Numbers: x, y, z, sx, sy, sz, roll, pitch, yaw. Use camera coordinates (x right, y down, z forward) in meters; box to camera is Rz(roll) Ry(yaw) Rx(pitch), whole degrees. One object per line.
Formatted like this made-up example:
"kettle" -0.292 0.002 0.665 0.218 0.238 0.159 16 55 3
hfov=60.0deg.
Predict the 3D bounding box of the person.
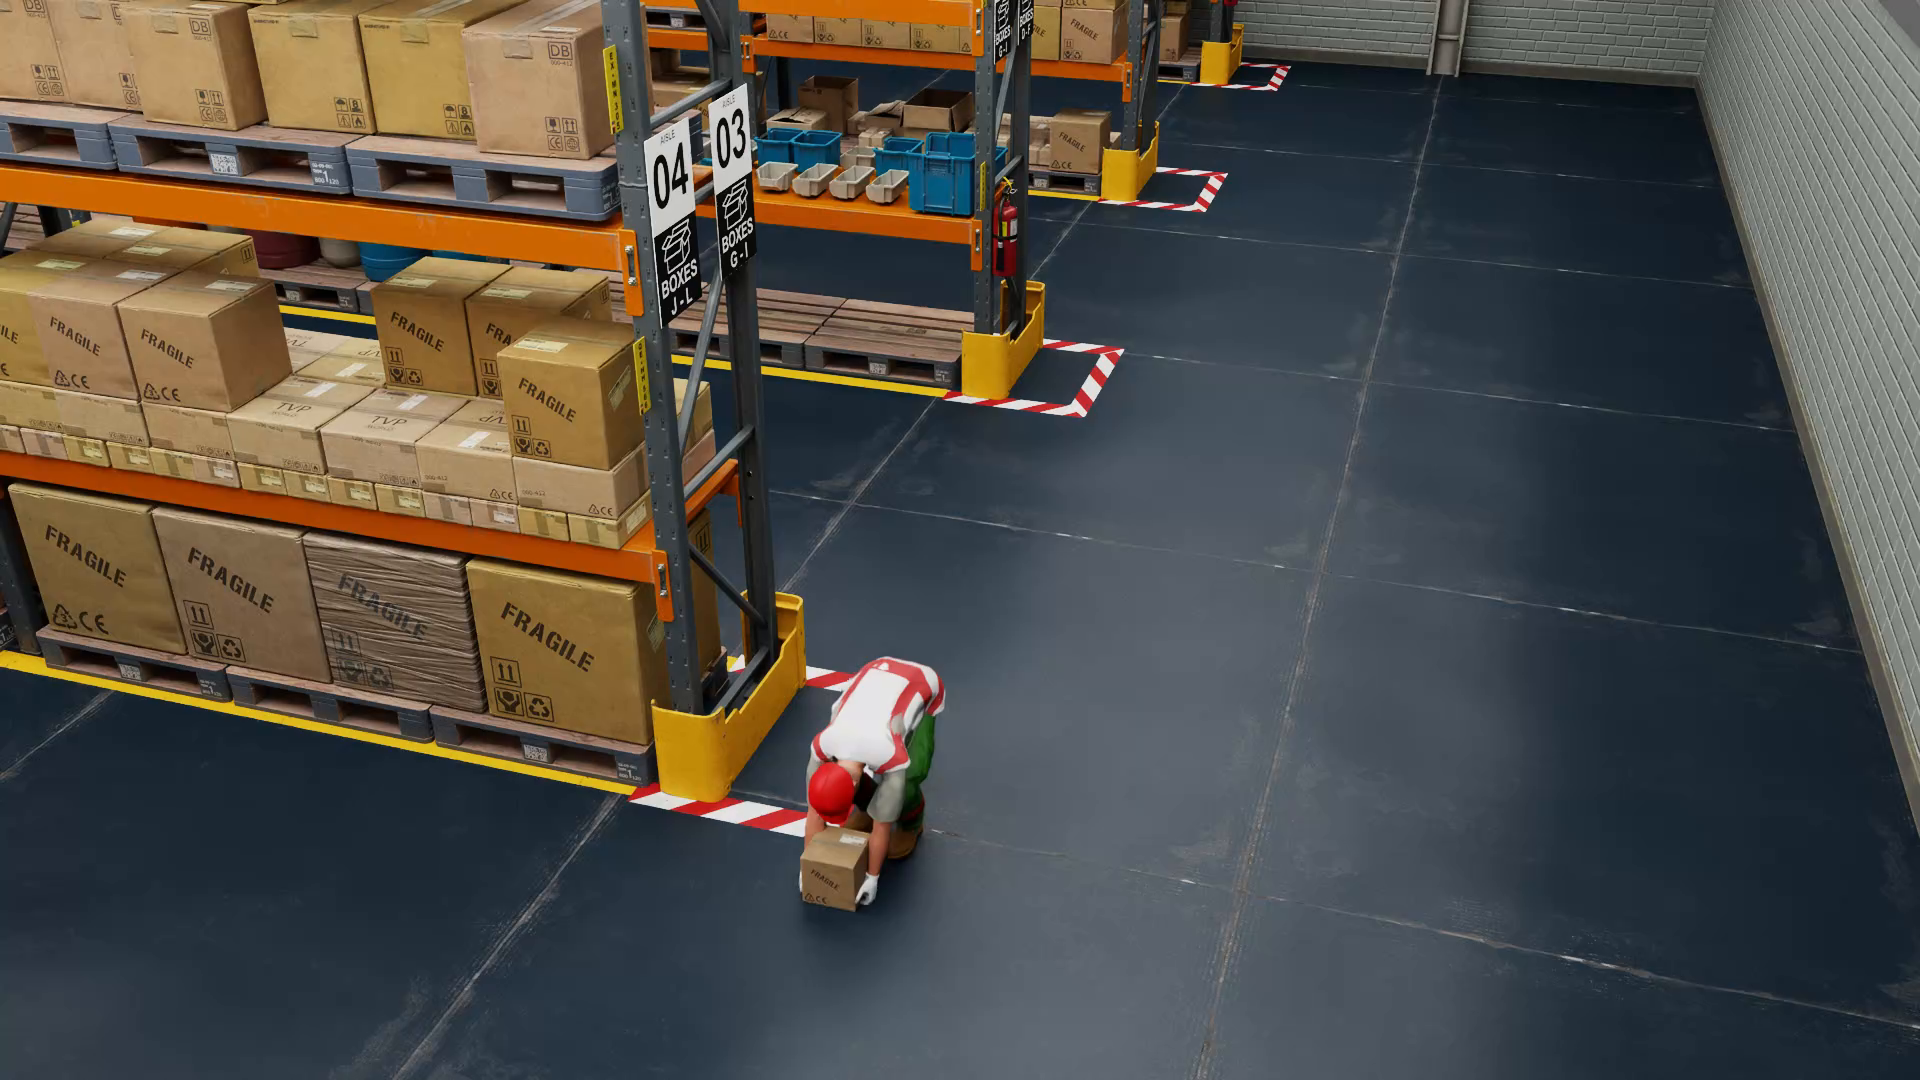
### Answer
"person" -0.405 1.071 7.518 0.526 0.893 0.961 14 32 23
